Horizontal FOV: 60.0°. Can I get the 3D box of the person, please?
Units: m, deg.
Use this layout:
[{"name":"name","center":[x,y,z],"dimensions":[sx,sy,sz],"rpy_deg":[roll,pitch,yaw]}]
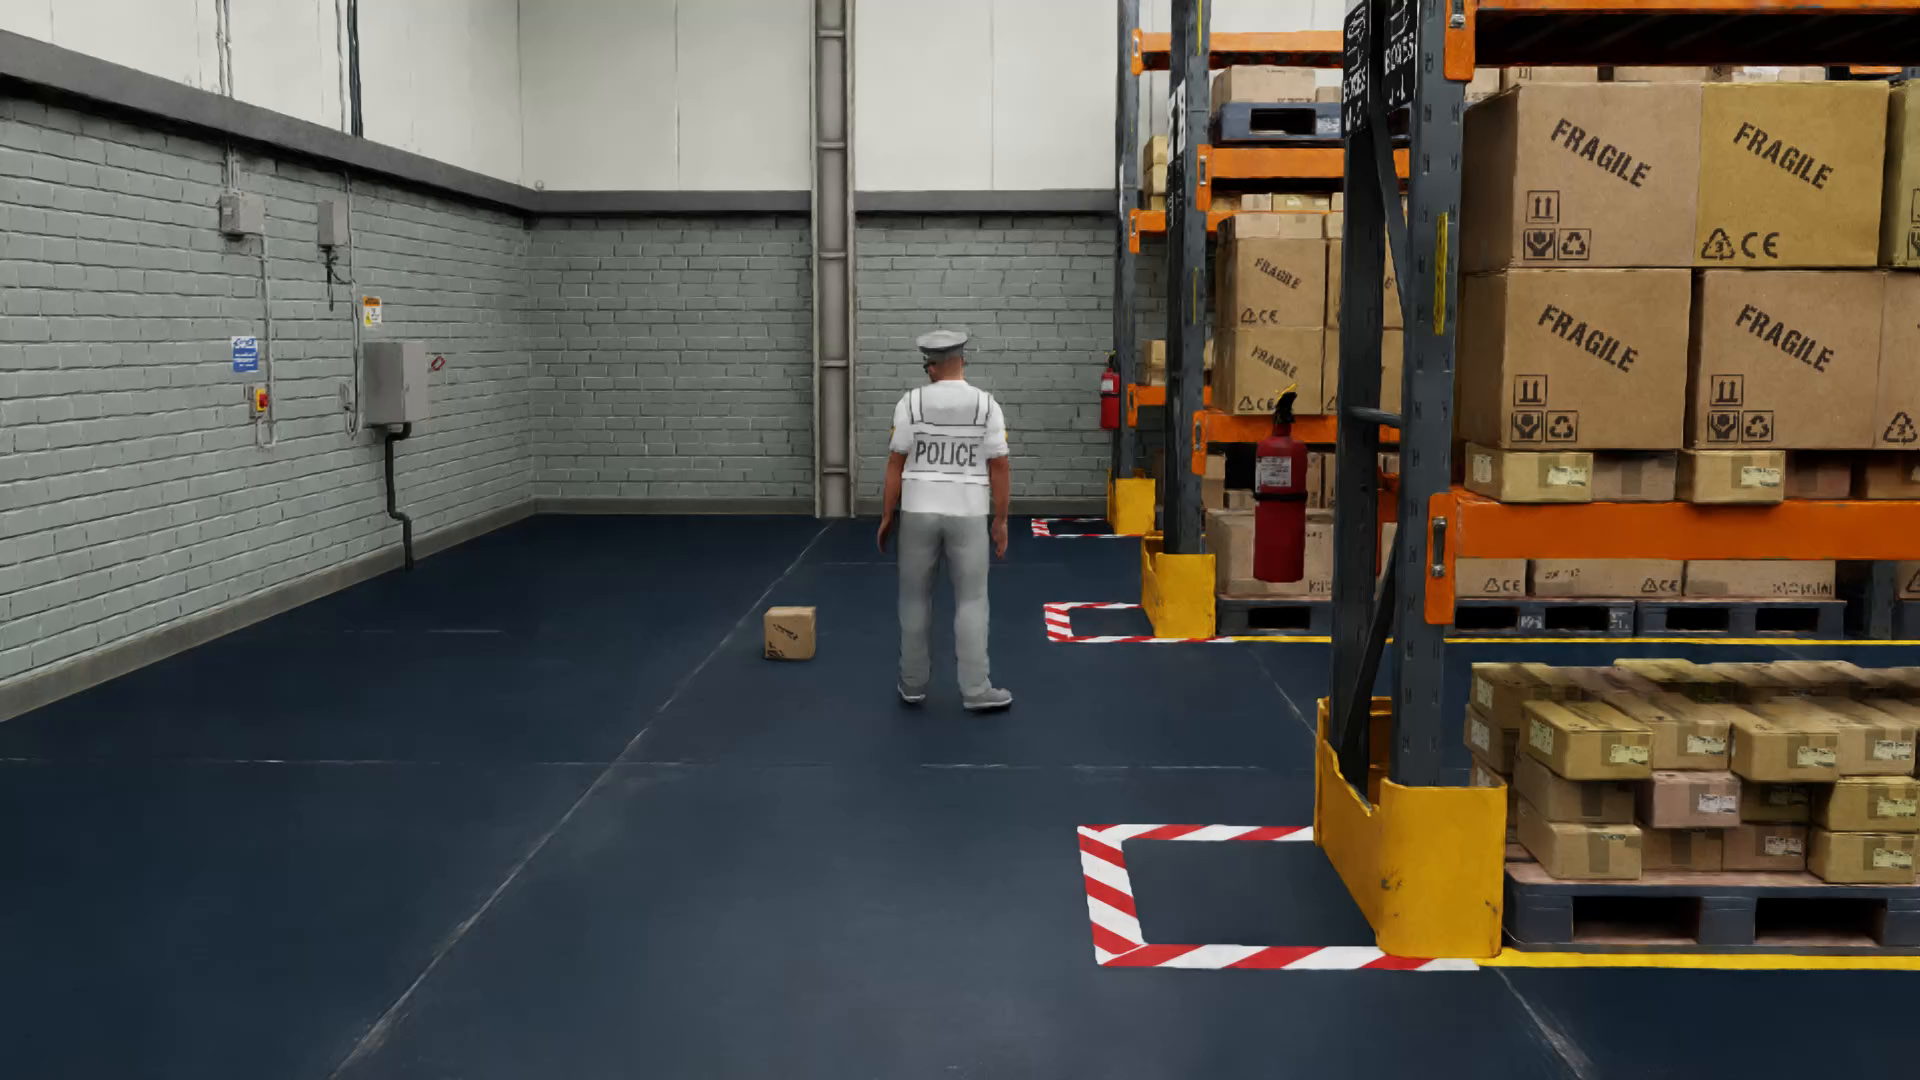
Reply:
[{"name":"person","center":[-0.069,-0.099,7.832],"dimensions":[0.638,1.755,0.515],"rpy_deg":[0,7,1]}]
